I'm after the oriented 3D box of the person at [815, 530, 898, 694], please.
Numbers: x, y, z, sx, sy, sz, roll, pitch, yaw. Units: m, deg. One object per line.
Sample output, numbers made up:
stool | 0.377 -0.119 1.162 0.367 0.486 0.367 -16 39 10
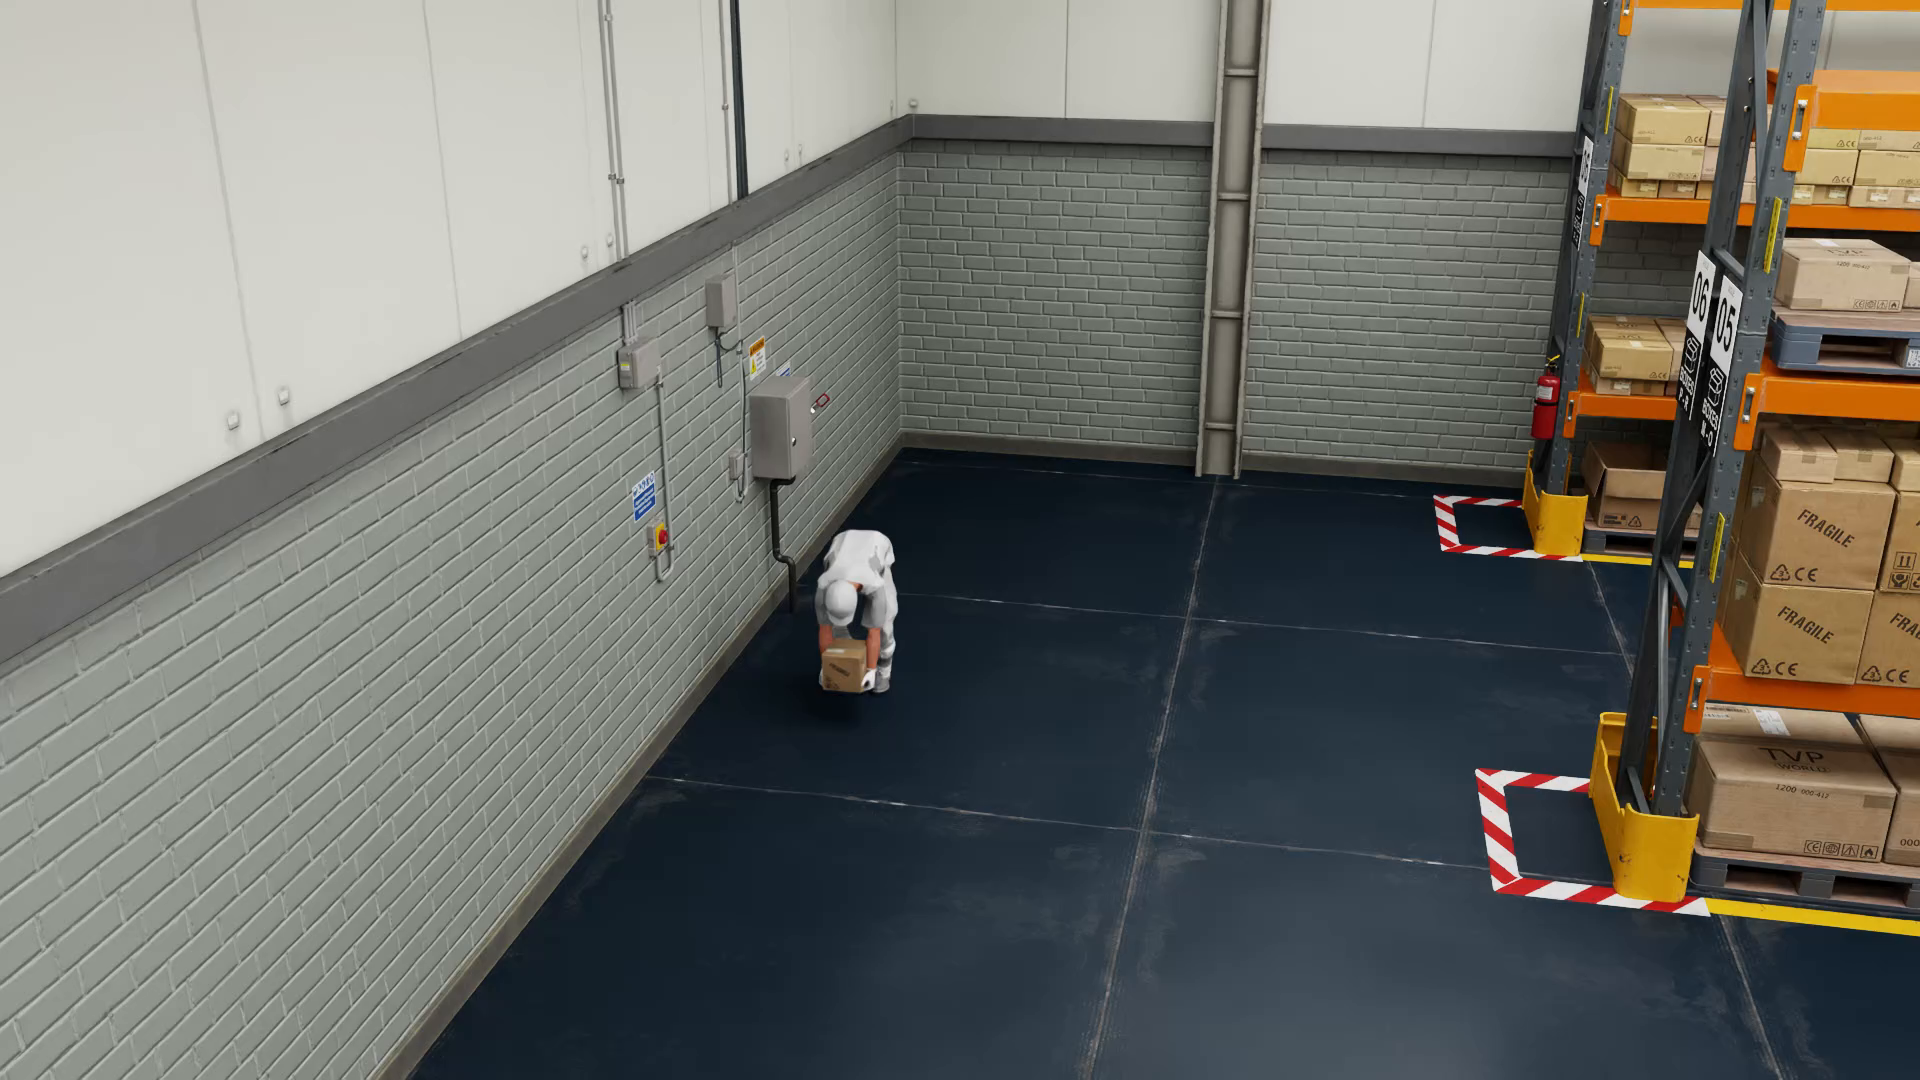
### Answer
person | -0.681 0.533 10.665 0.514 1.072 0.963 3 22 9
